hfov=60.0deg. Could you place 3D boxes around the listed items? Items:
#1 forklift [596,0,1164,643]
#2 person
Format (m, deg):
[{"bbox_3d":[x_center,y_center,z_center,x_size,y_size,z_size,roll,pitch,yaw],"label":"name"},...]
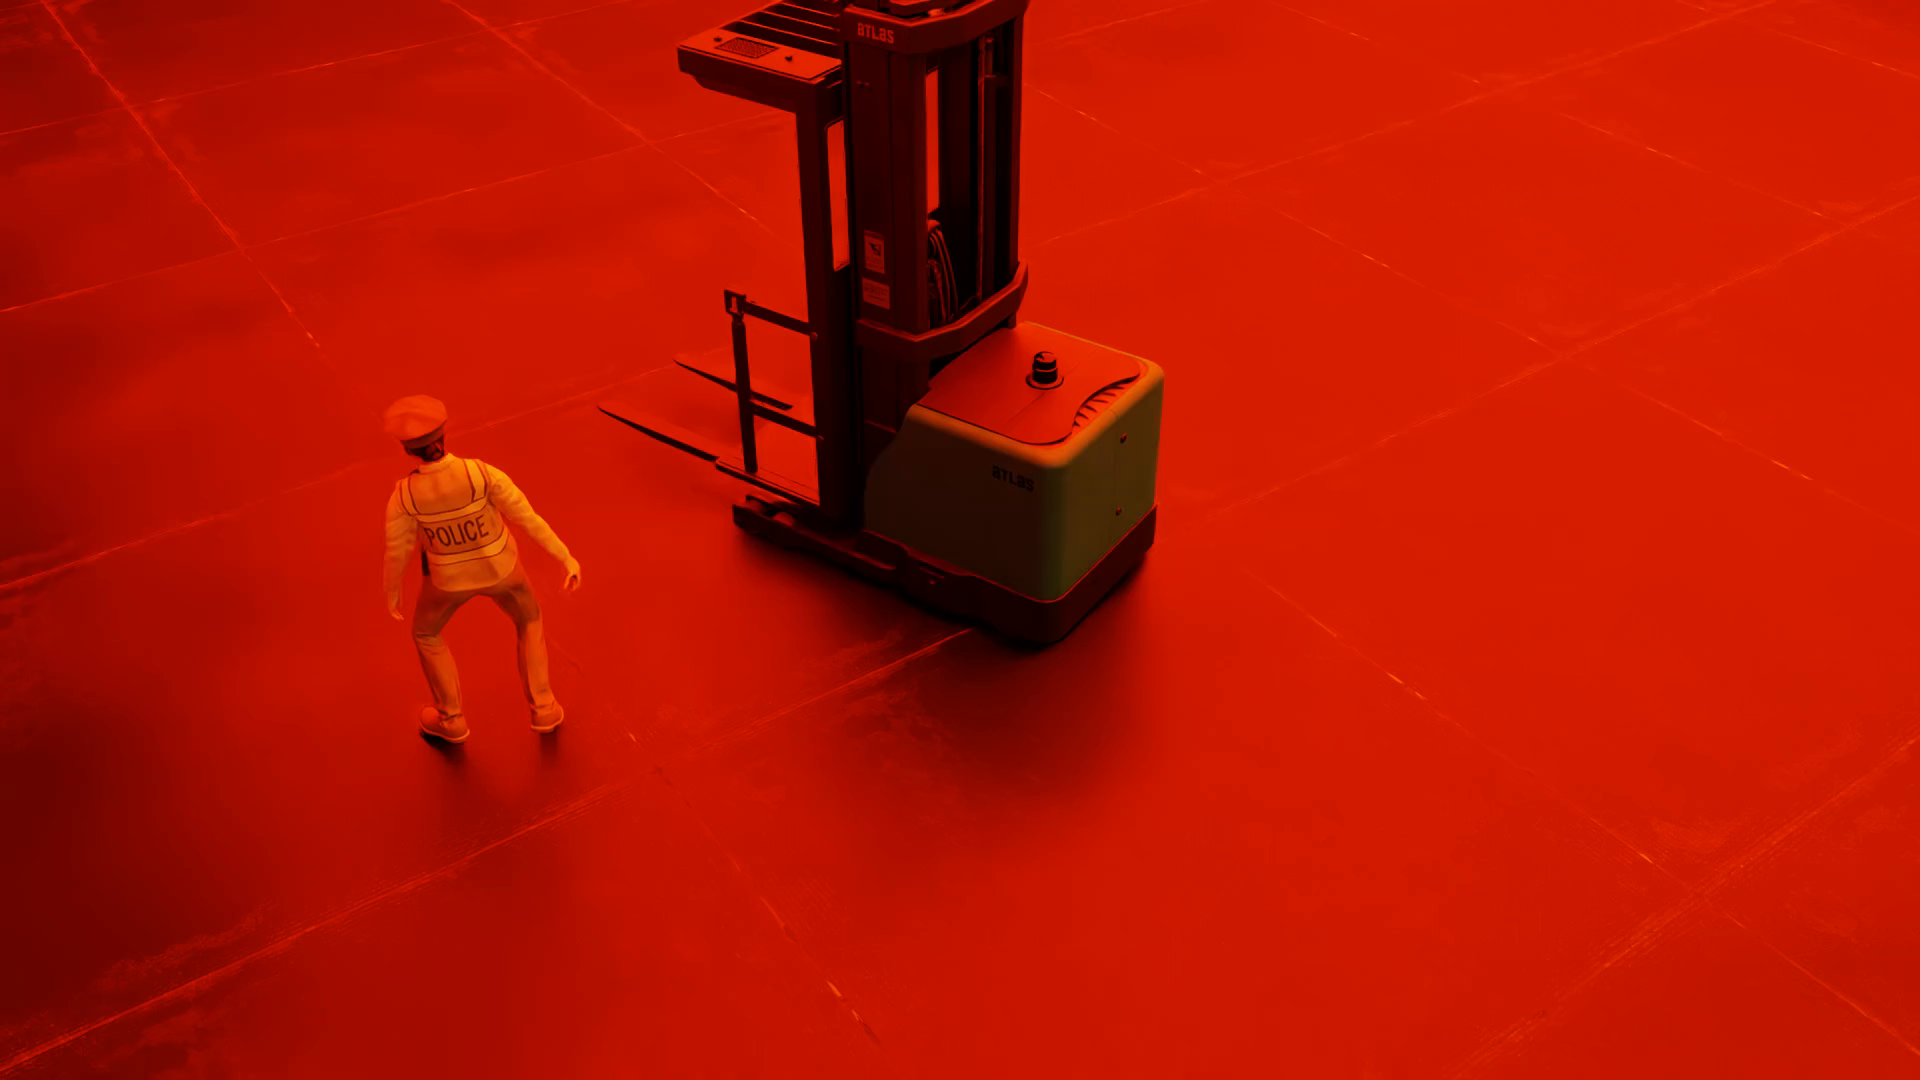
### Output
[{"bbox_3d":[-0.540,-1.387,7.821,3.031,2.935,1.130,22,42,27],"label":"forklift"},{"bbox_3d":[-1.965,0.155,6.822,0.796,1.580,0.449,-9,37,-12],"label":"person"}]
